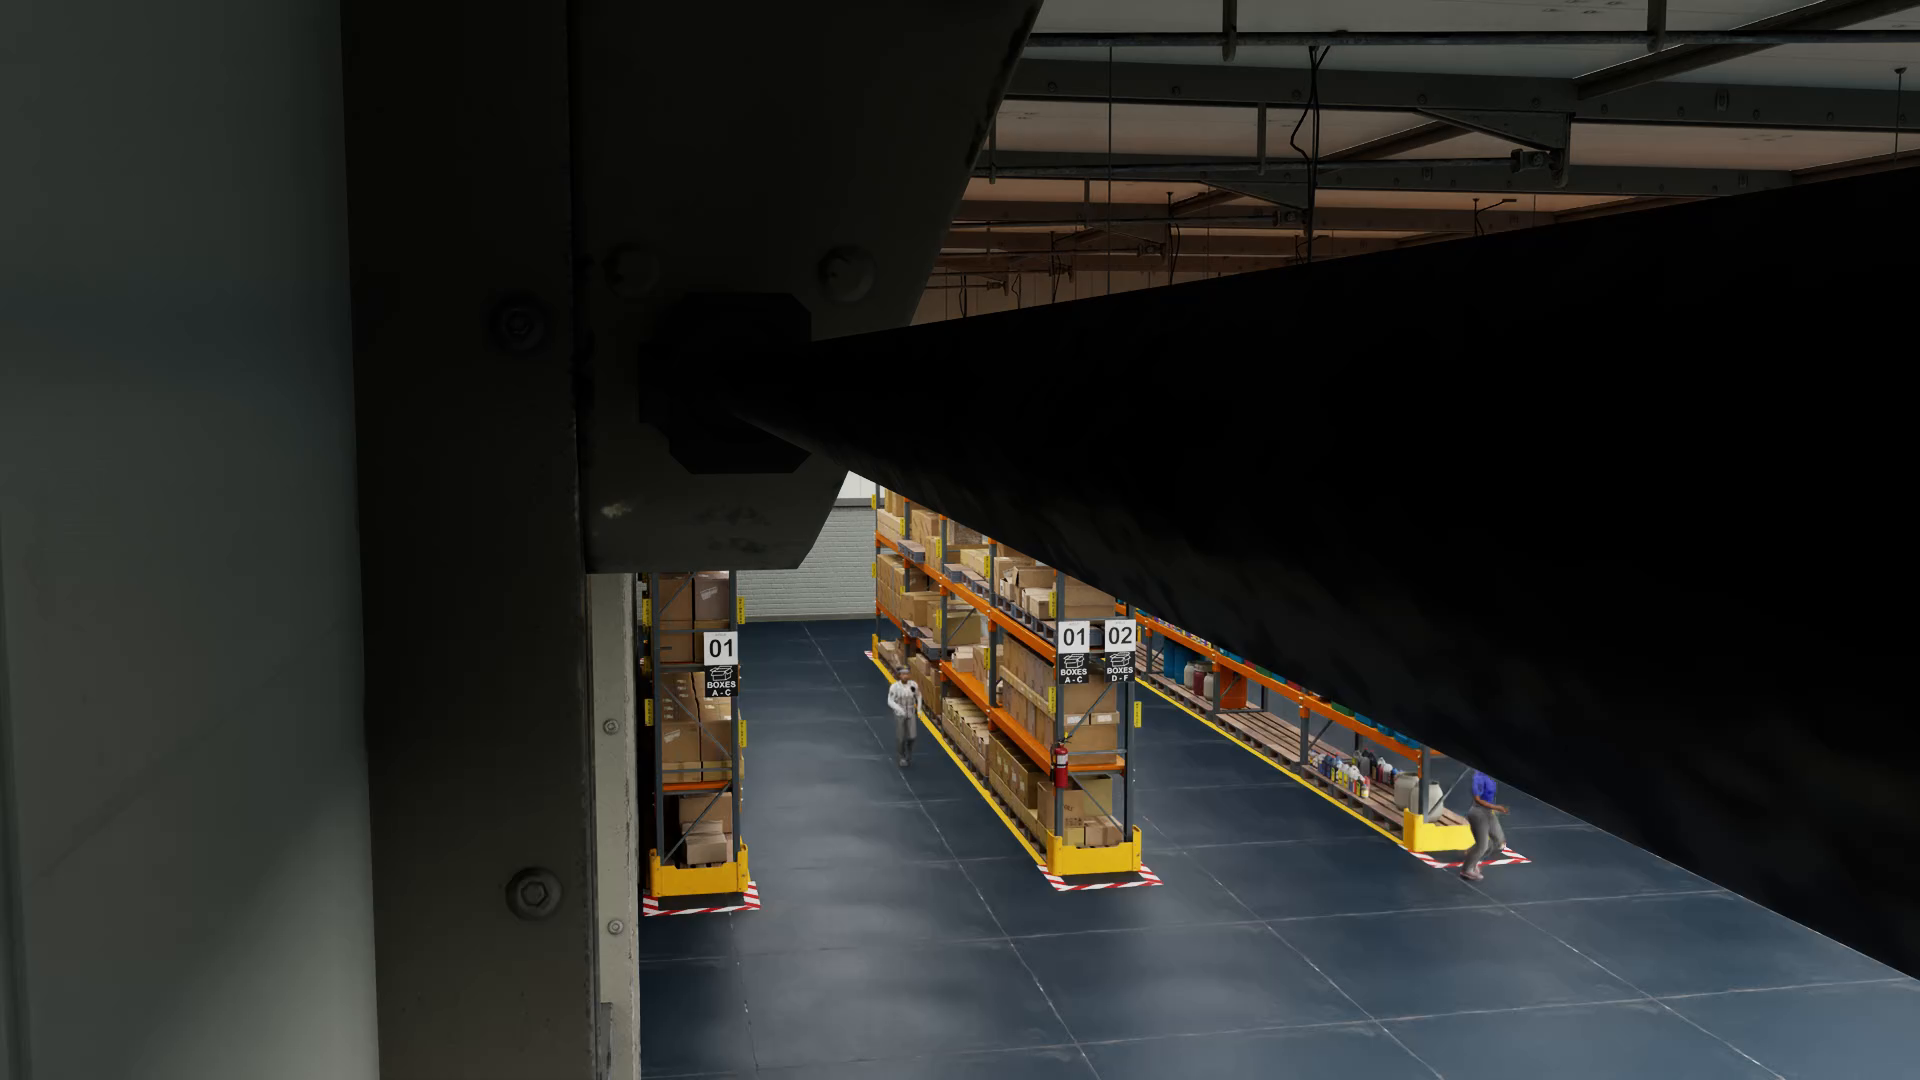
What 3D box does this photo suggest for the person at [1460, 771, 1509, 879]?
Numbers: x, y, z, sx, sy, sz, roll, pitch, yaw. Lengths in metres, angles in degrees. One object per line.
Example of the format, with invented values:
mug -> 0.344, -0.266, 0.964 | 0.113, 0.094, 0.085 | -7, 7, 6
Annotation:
person -> 6.524, 3.405, 20.597 | 0.592, 1.615, 0.613 | 4, 7, 34

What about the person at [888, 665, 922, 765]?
person -> -0.857, 2.792, 26.479 | 0.592, 1.646, 0.633 | -1, 6, -12

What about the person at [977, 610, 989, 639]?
person -> 0.557, 1.773, 36.153 | 0.657, 1.831, 0.714 | -3, 6, -24
